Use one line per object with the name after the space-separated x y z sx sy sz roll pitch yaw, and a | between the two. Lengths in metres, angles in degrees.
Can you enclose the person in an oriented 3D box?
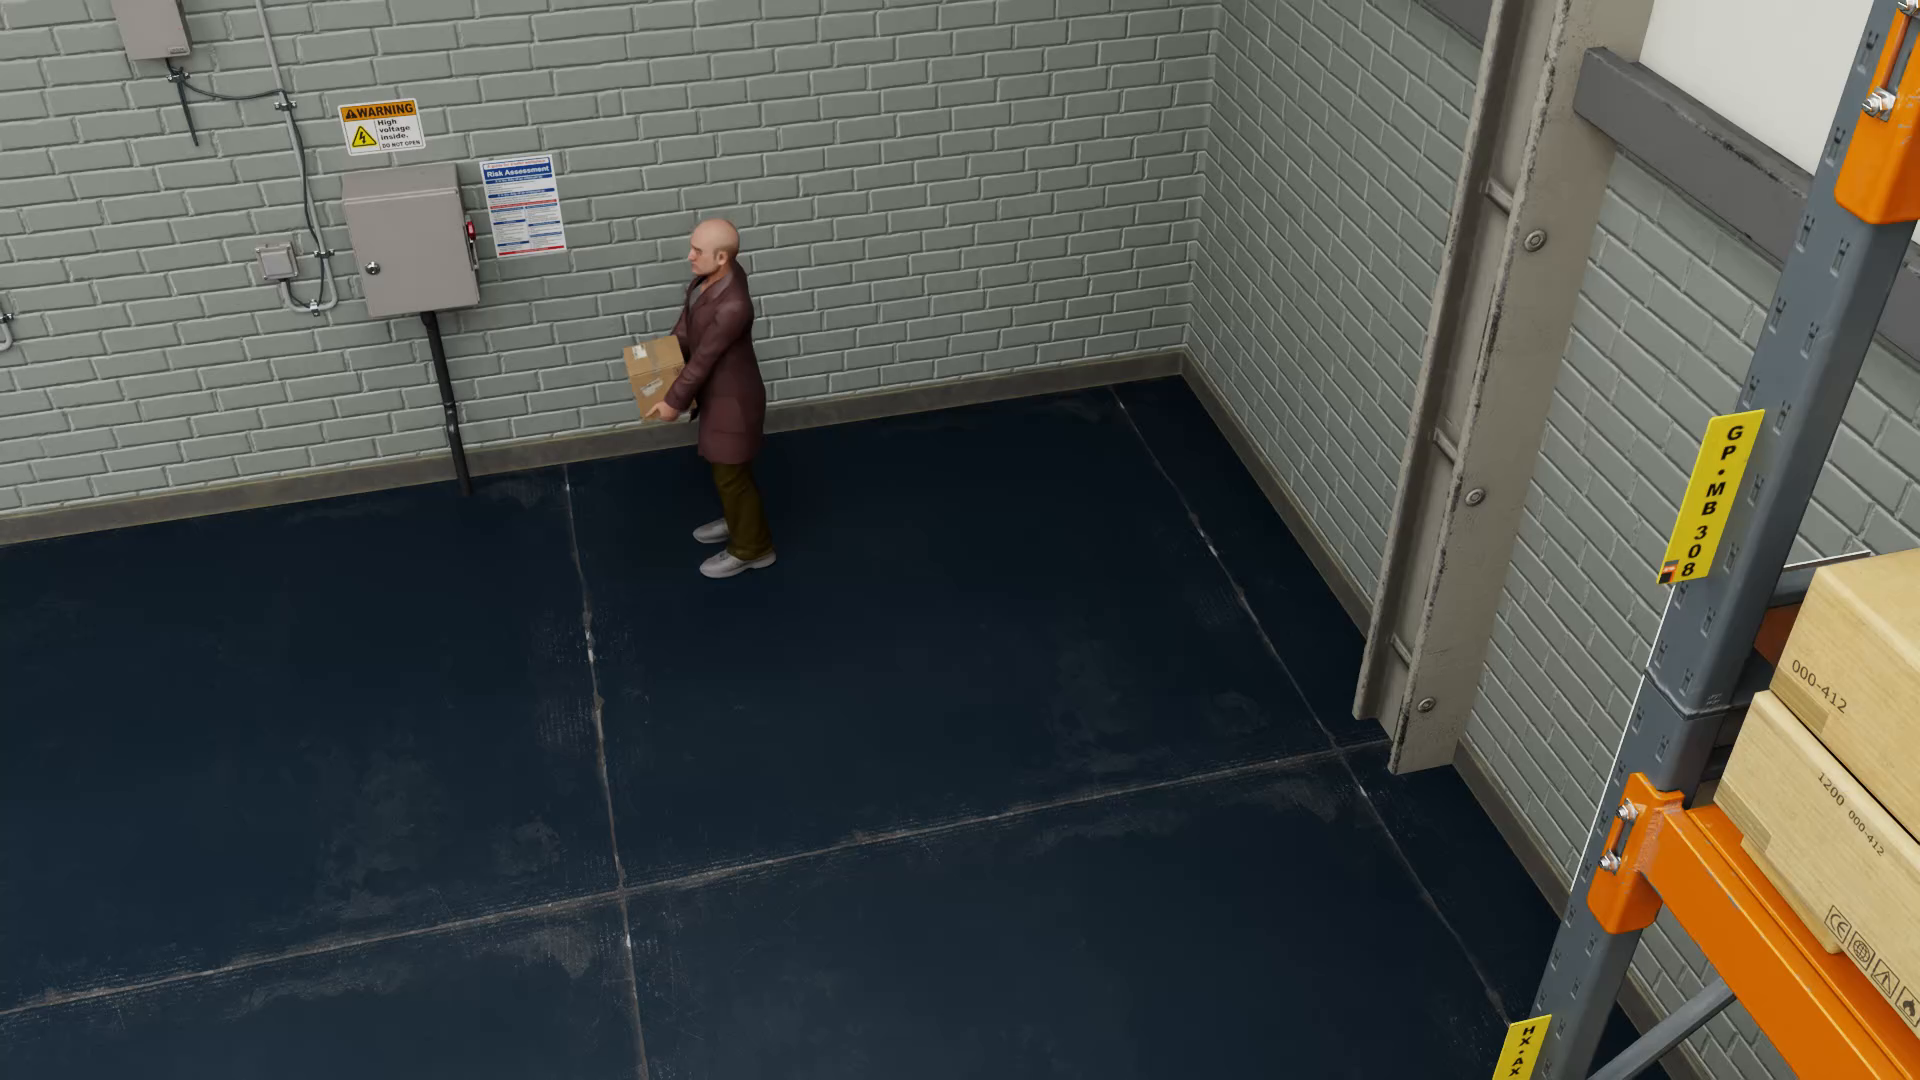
-1.160 -0.633 7.550 0.552 1.780 0.527 -10 39 -12 | person
